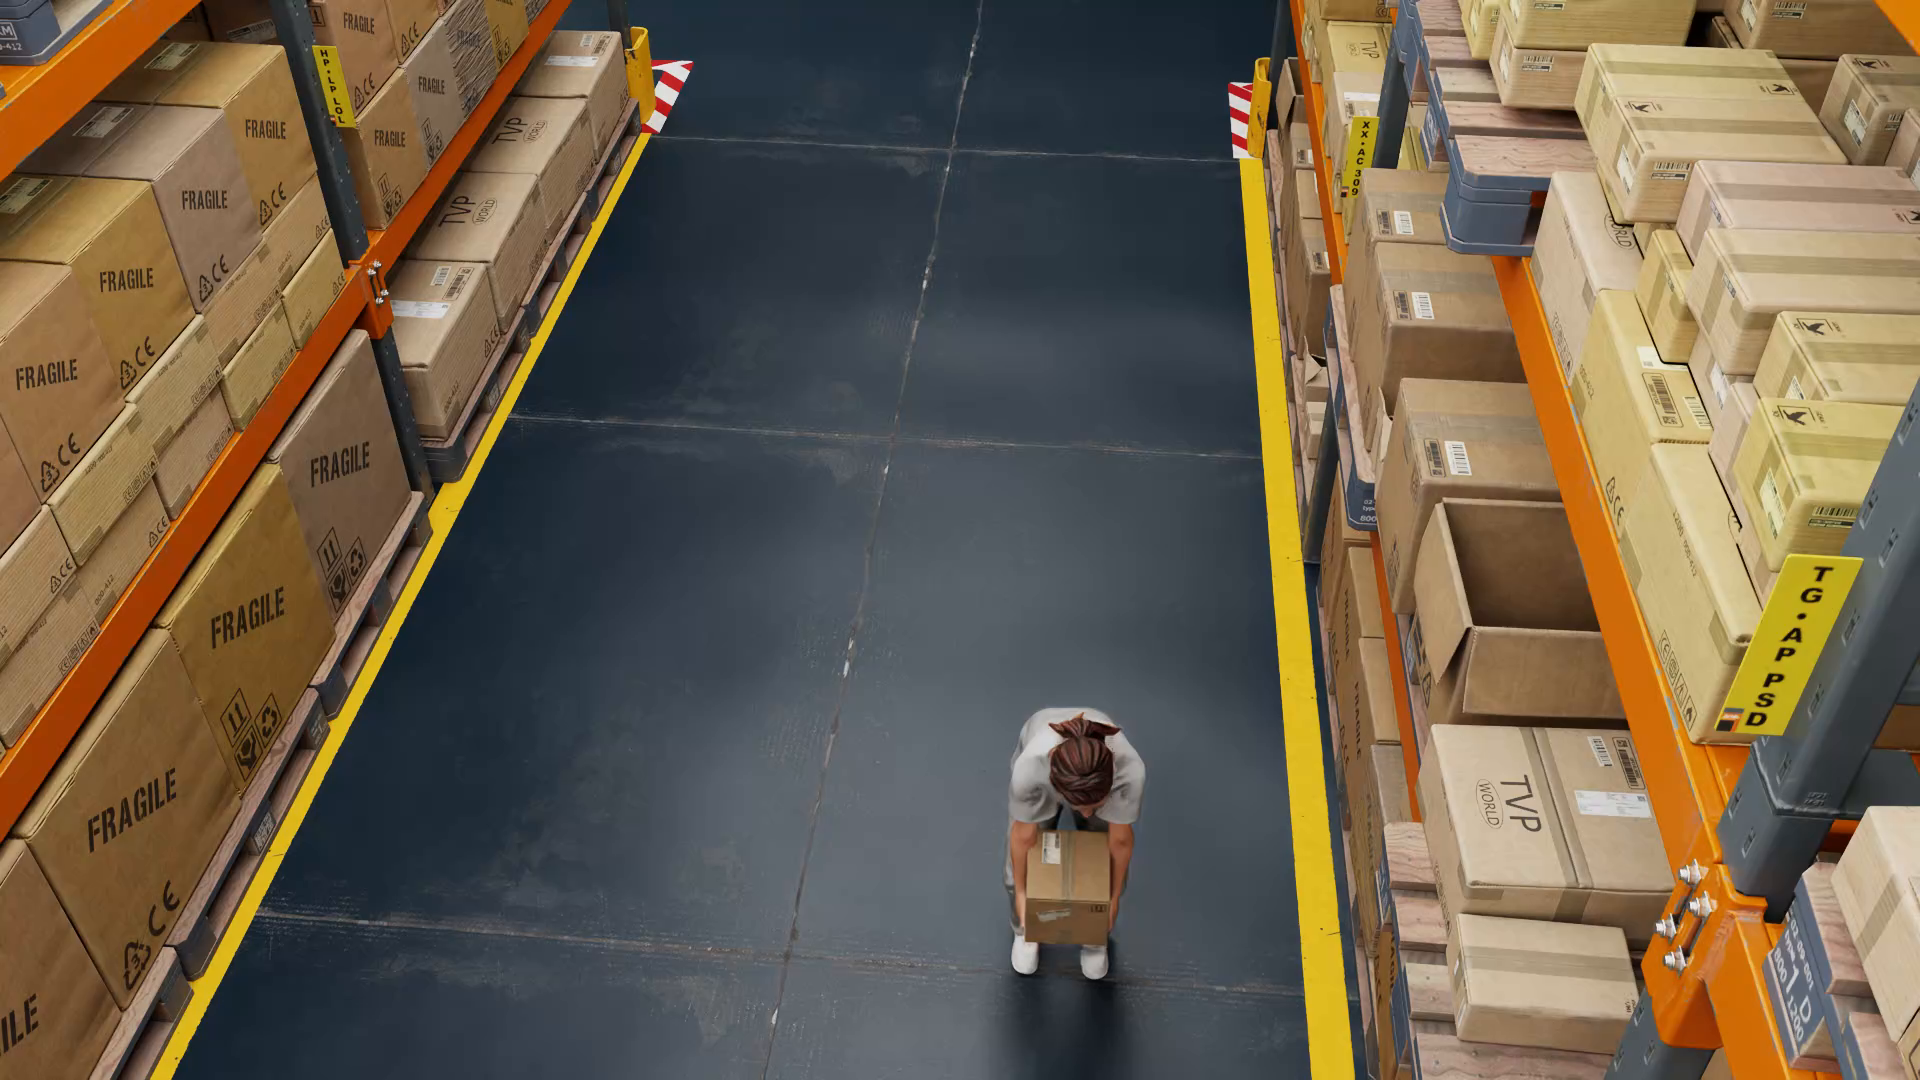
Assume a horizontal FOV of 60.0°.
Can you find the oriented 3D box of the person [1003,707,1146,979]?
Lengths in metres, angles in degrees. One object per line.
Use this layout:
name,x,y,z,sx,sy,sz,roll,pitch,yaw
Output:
person,0.343,0.955,5.209,0.415,1.446,0.723,1,40,2
